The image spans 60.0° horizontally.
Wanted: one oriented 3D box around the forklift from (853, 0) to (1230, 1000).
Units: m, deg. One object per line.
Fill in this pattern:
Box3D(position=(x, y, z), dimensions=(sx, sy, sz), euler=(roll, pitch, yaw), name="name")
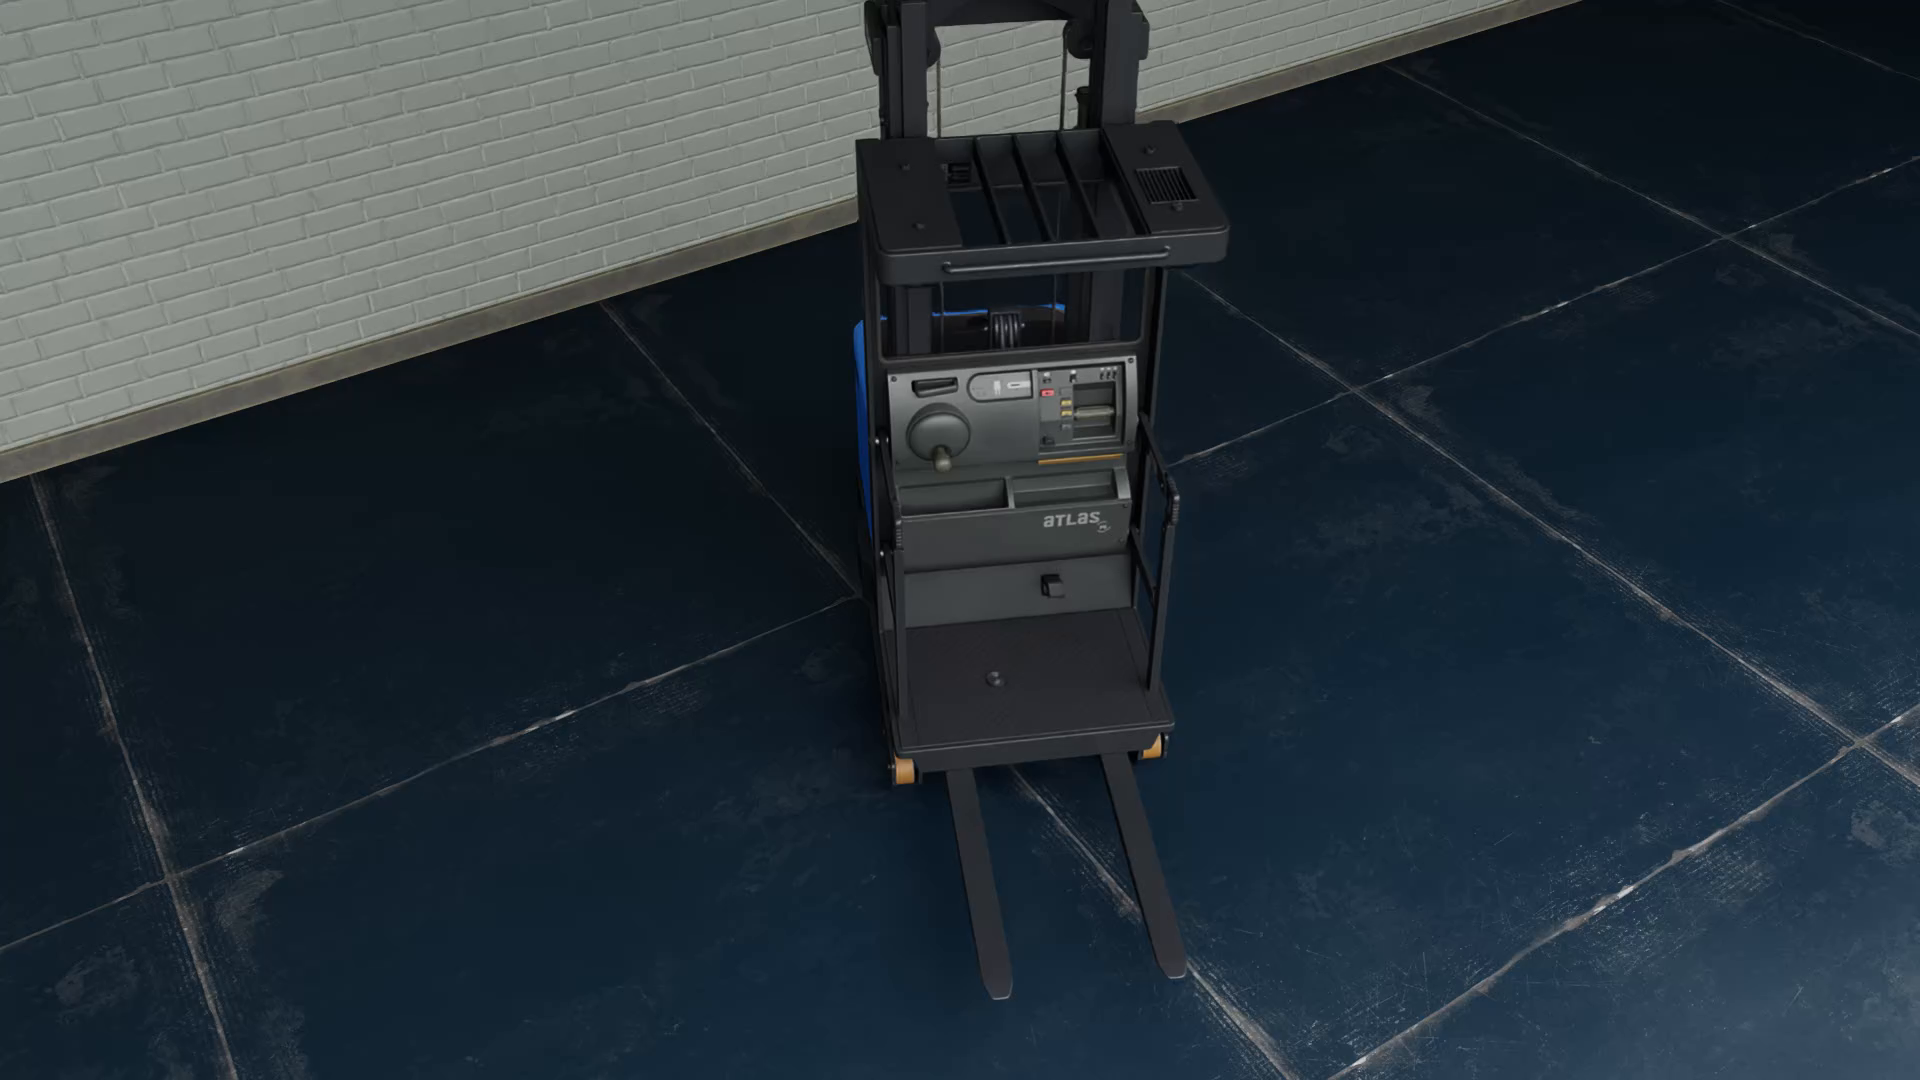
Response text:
Box3D(position=(0.230, -0.395, 5.995), dimensions=(1.130, 2.935, 3.031), euler=(-5, 40, -6), name="forklift")
